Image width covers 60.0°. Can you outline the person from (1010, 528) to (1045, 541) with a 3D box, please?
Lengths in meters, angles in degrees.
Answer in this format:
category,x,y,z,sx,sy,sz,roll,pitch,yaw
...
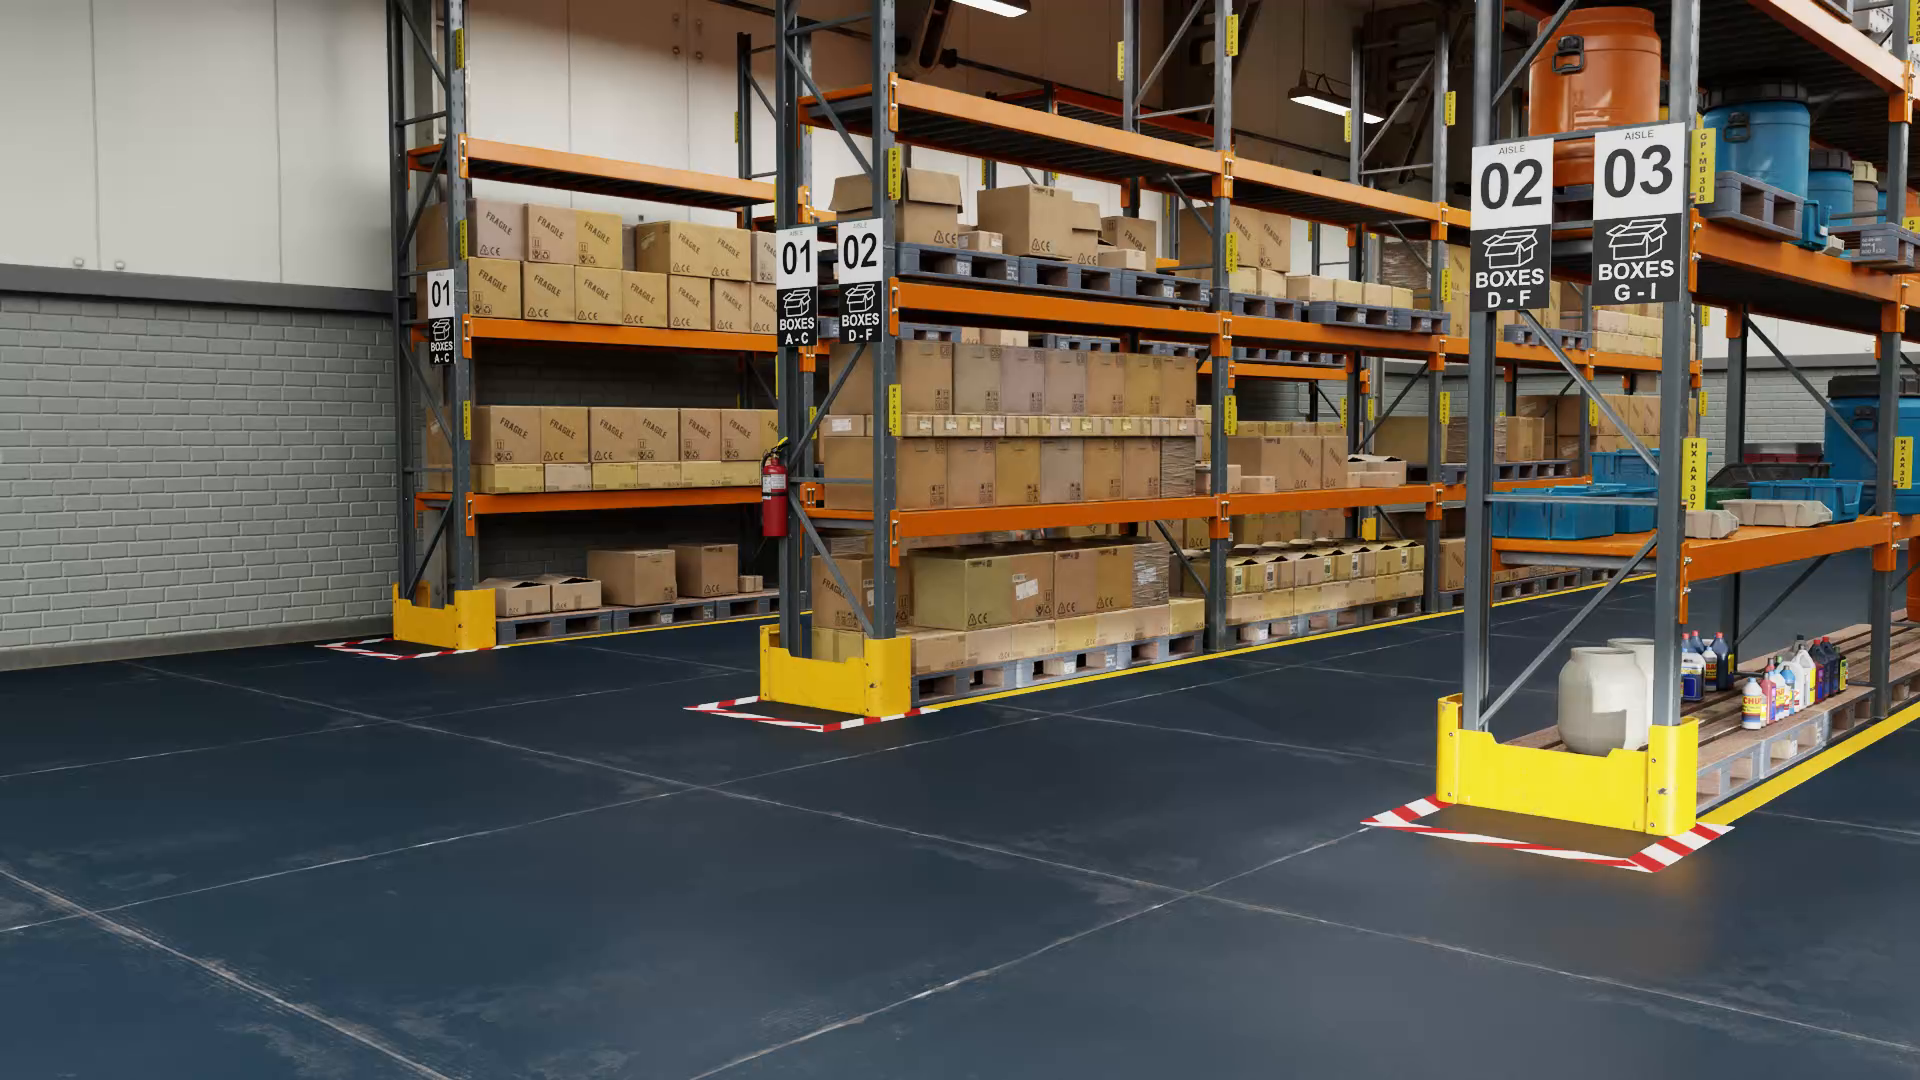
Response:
category,x,y,z,sx,sy,sz,roll,pitch,yaw
person,0.683,-0.078,16.693,0.362,1.671,0.511,3,5,37
